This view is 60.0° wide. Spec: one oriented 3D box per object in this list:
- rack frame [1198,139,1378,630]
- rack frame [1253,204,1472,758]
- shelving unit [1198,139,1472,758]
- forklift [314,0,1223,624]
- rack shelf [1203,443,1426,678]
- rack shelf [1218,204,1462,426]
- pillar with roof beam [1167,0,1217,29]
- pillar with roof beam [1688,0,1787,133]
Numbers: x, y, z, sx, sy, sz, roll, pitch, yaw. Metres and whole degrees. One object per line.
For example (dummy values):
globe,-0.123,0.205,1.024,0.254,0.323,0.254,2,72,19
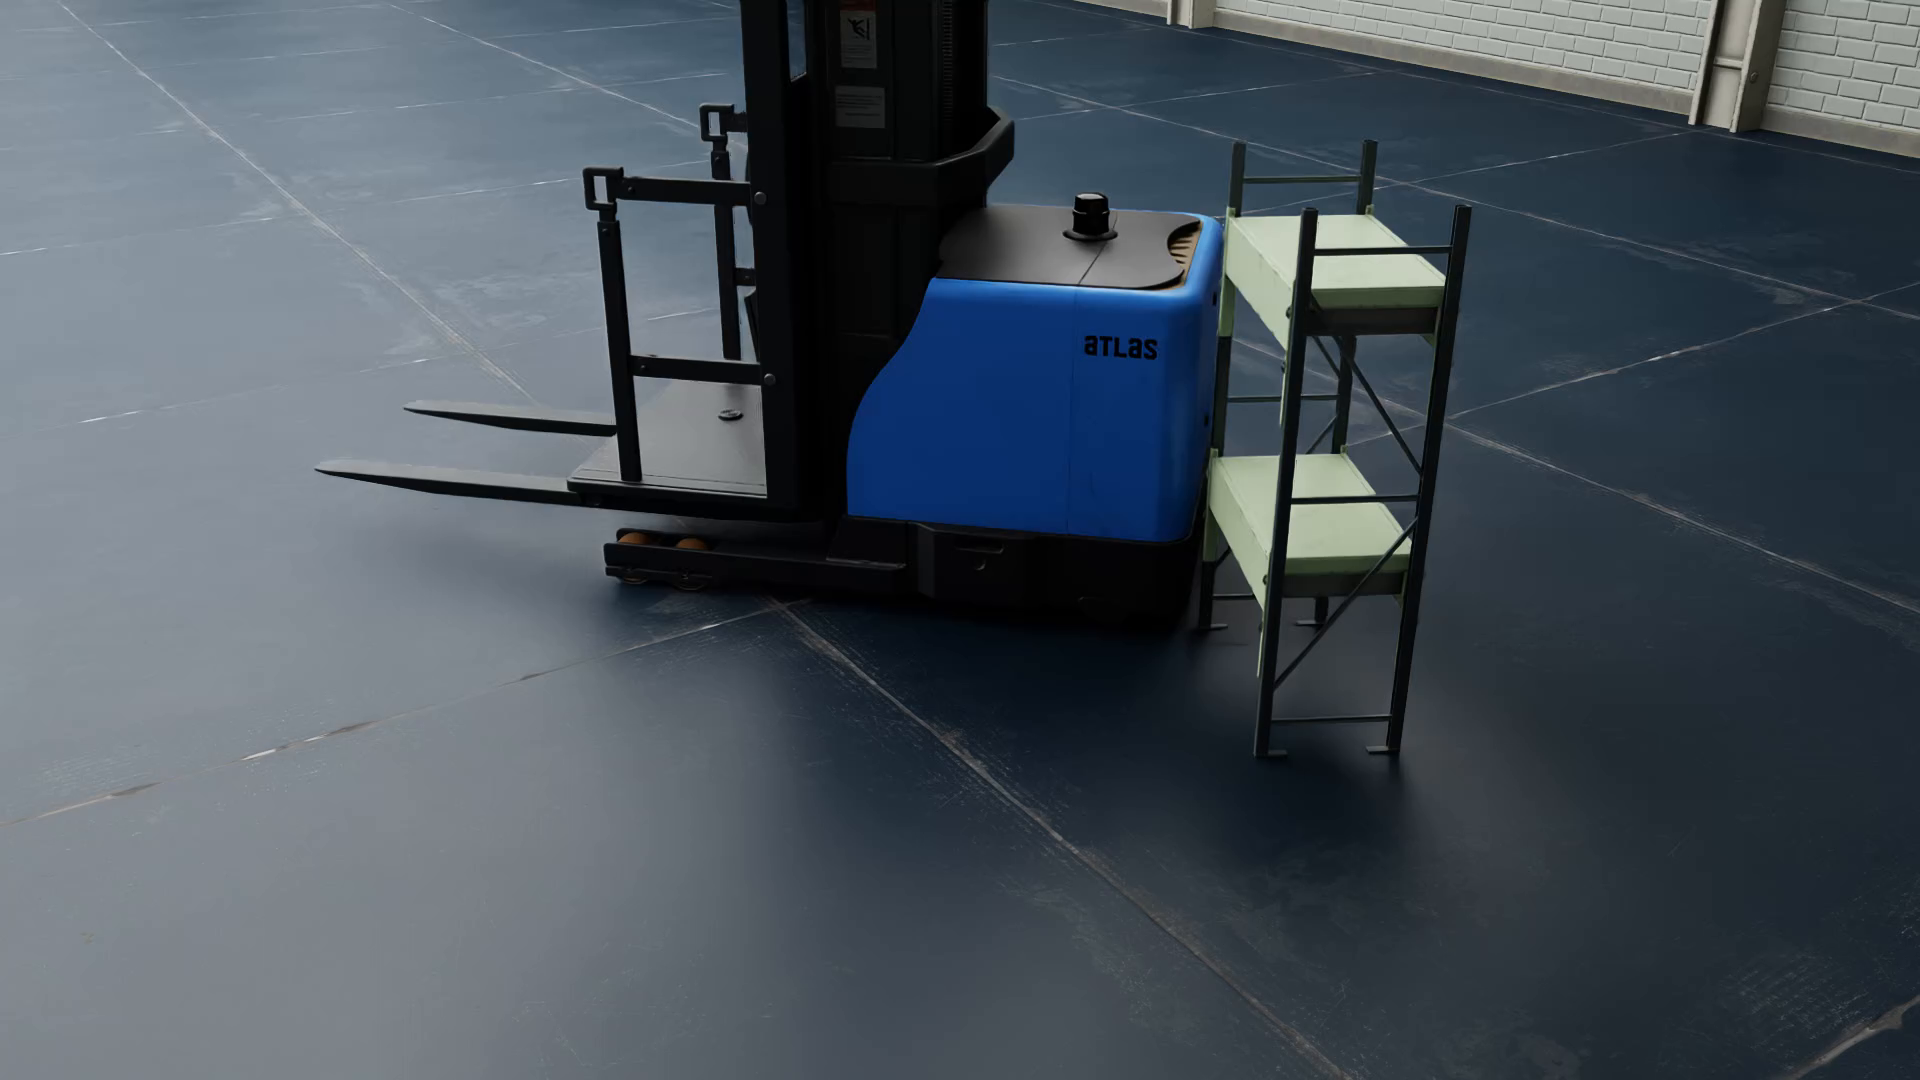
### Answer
rack frame,0.943,-0.411,4.863,0.400,1.500,0.023,-2,25,-4
rack frame,0.997,-0.099,4.203,0.400,1.500,0.023,-2,25,-4
shelving unit,0.970,-0.255,4.533,0.431,1.500,0.755,-2,25,-4
forklift,-0.686,-1.375,5.229,3.031,2.935,1.130,5,26,11
rack shelf,0.970,0.040,4.672,0.431,0.370,0.720,-2,25,-4
rack shelf,0.970,-0.608,4.367,0.431,0.370,0.720,-2,25,-4
pillar with roof beam,-1.286,-8.245,12.675,9.100,9.000,0.400,-16,29,-30
pillar with roof beam,1.990,-6.099,8.129,9.100,9.000,0.400,-16,29,-30
